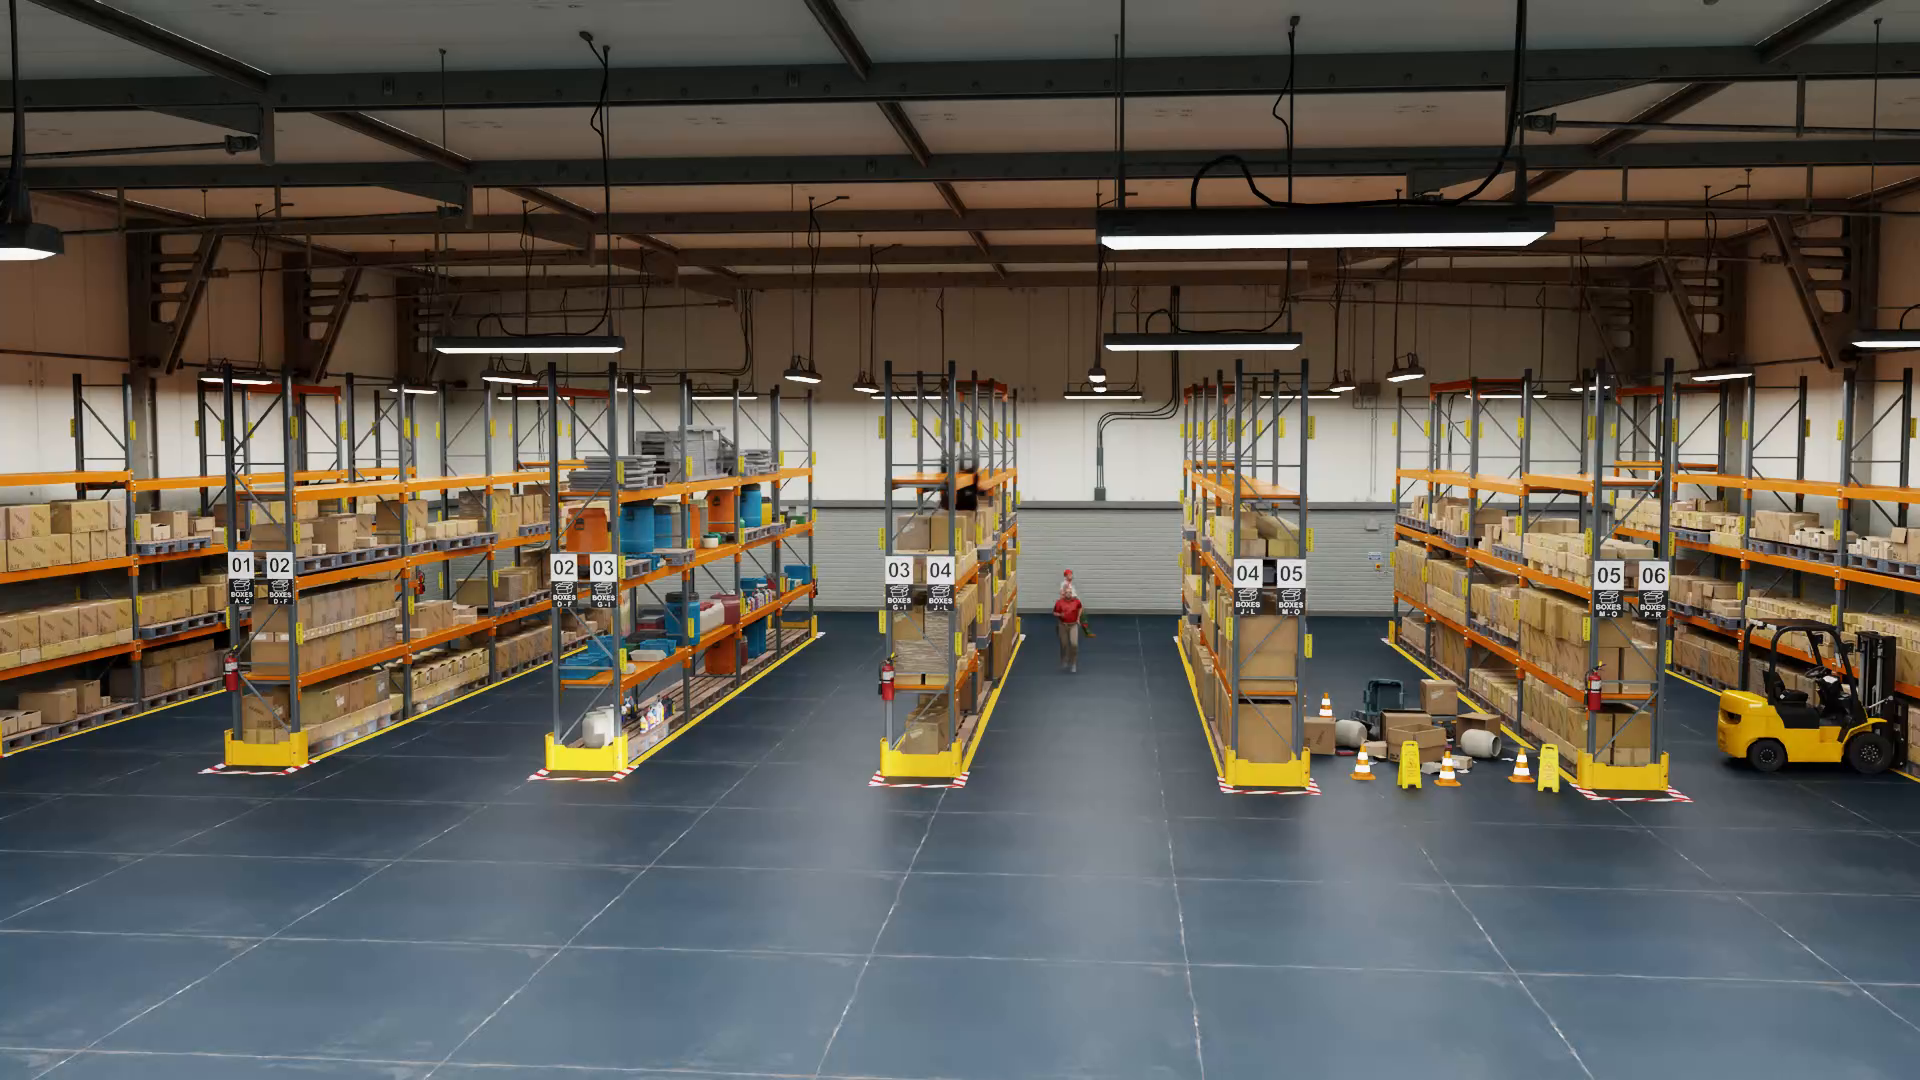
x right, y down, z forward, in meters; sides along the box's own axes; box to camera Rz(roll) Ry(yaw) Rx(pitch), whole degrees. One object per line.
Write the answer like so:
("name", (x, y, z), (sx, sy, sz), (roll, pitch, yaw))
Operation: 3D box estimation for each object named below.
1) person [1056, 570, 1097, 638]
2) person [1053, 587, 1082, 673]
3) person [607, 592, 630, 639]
("person", (2.674, 1.540, 40.018), (1.123, 1.643, 0.734), (4, 5, 43))
("person", (2.247, 1.868, 34.669), (0.603, 1.786, 0.866), (0, 4, 3))
("person", (-7.115, 1.898, 34.923), (0.594, 1.634, 0.543), (0, 4, -7))
